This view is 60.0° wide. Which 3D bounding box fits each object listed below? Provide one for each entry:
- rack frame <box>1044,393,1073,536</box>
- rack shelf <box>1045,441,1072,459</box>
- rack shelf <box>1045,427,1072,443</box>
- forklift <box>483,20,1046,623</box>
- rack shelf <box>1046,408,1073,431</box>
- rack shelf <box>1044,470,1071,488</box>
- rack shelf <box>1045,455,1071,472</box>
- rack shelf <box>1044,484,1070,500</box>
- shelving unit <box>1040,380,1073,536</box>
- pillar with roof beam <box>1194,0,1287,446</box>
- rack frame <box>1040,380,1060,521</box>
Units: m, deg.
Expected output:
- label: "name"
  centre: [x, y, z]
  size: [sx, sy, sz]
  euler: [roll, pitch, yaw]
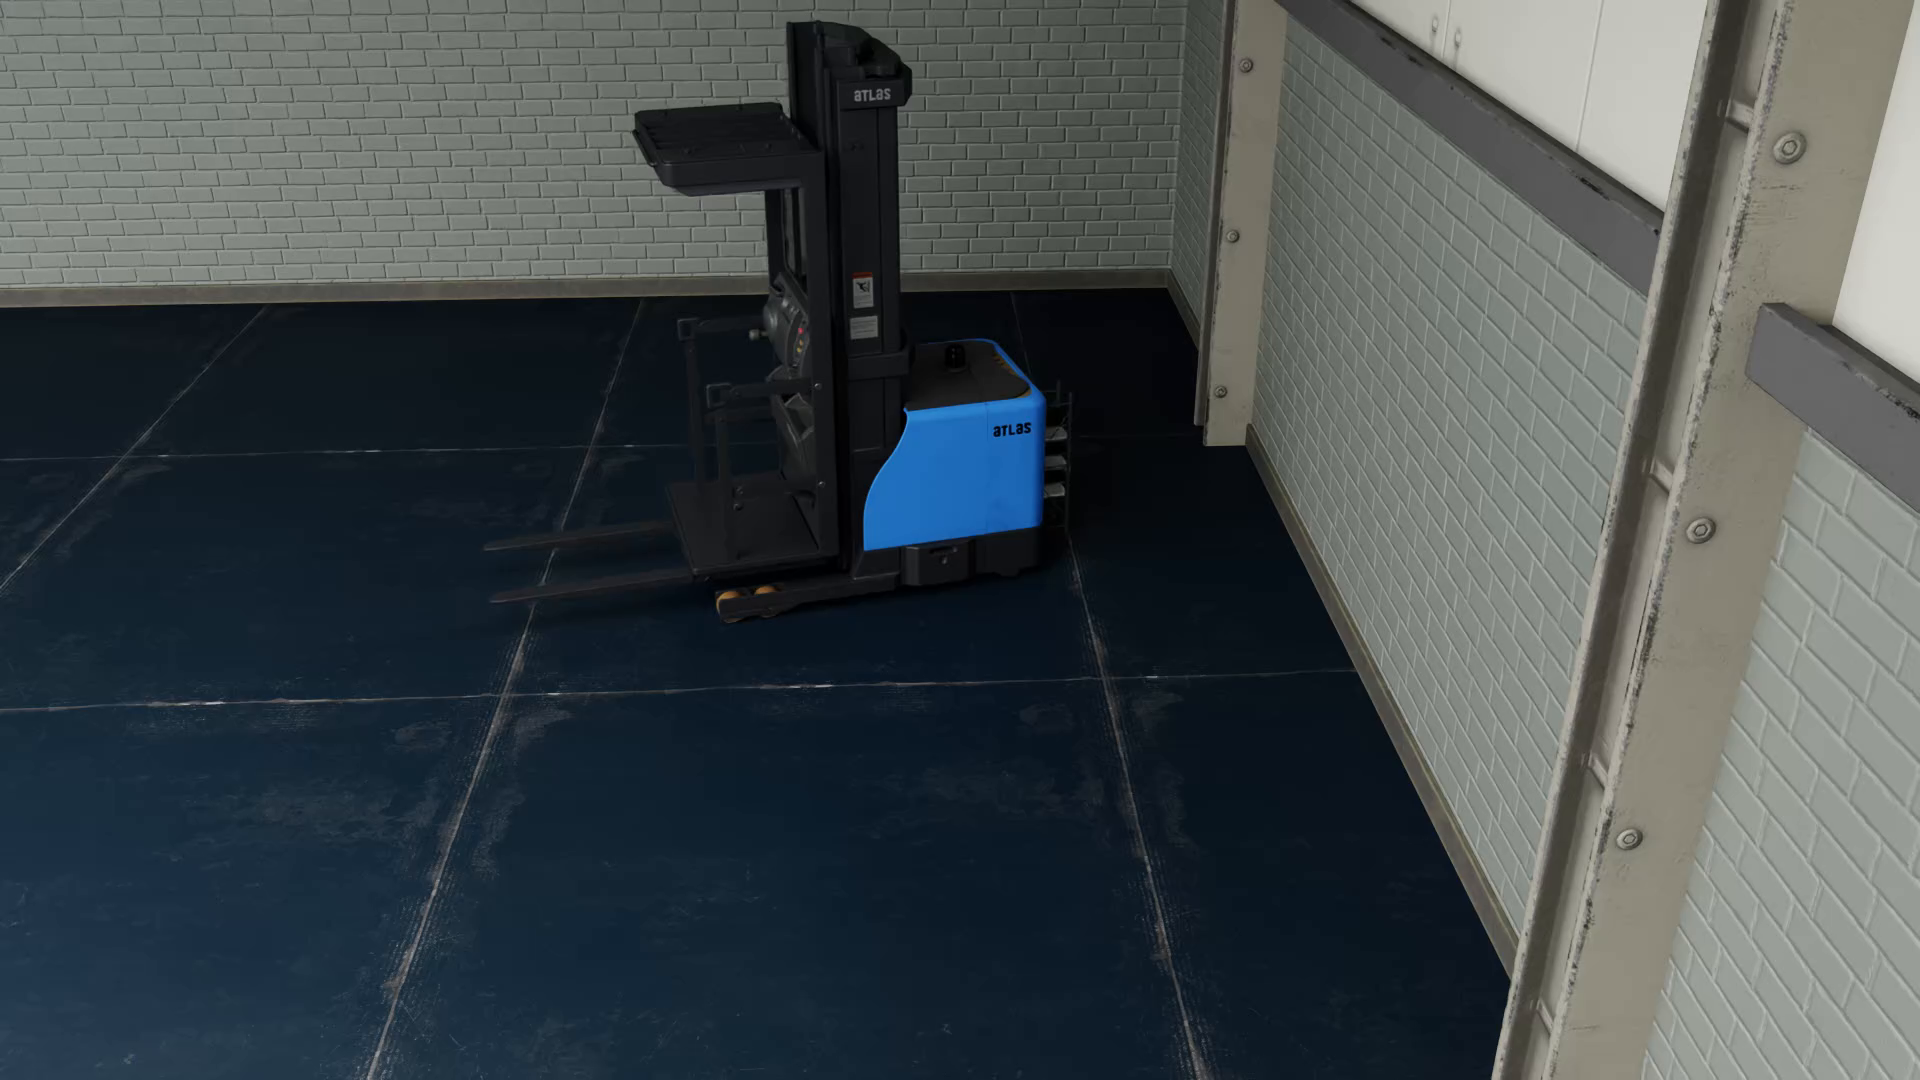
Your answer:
- label: "rack frame"
  centre: [0.519, -0.417, 9.575]
  size: [0.240, 0.900, 0.006]
  euler: [-8, 29, -15]
- label: "rack shelf"
  centre: [0.490, -0.512, 9.635]
  size: [0.258, 0.077, 0.200]
  euler: [-8, 29, -15]
- label: "rack shelf"
  centre: [0.490, -0.592, 9.594]
  size: [0.258, 0.077, 0.200]
  euler: [-8, 29, -15]
- label: "forklift"
  centre: [-1.096, -1.130, 8.747]
  size: [3.031, 2.935, 1.130]
  euler: [-8, 29, -15]
- label: "rack shelf"
  centre: [0.491, -0.672, 9.552]
  size: [0.258, 0.077, 0.200]
  euler: [-8, 29, -15]
- label: "rack shelf"
  centre: [0.490, -0.352, 9.718]
  size: [0.258, 0.077, 0.200]
  euler: [-8, 29, -15]
- label: "rack shelf"
  centre: [0.490, -0.432, 9.677]
  size: [0.258, 0.077, 0.200]
  euler: [-8, 29, -15]
- label: "rack shelf"
  centre: [0.489, -0.272, 9.760]
  size: [0.258, 0.077, 0.200]
  euler: [-8, 29, -15]
- label: "shelving unit"
  centre: [0.490, -0.462, 9.661]
  size: [0.258, 0.900, 0.210]
  euler: [-8, 29, -15]
- label: "pillar with roof beam"
  centre: [-2.550, -4.600, 8.838]
  size: [9.100, 9.000, 0.400]
  euler: [-1, 28, -3]
- label: "rack frame"
  centre: [0.461, -0.507, 9.748]
  size: [0.240, 0.900, 0.006]
  euler: [-8, 29, -15]
